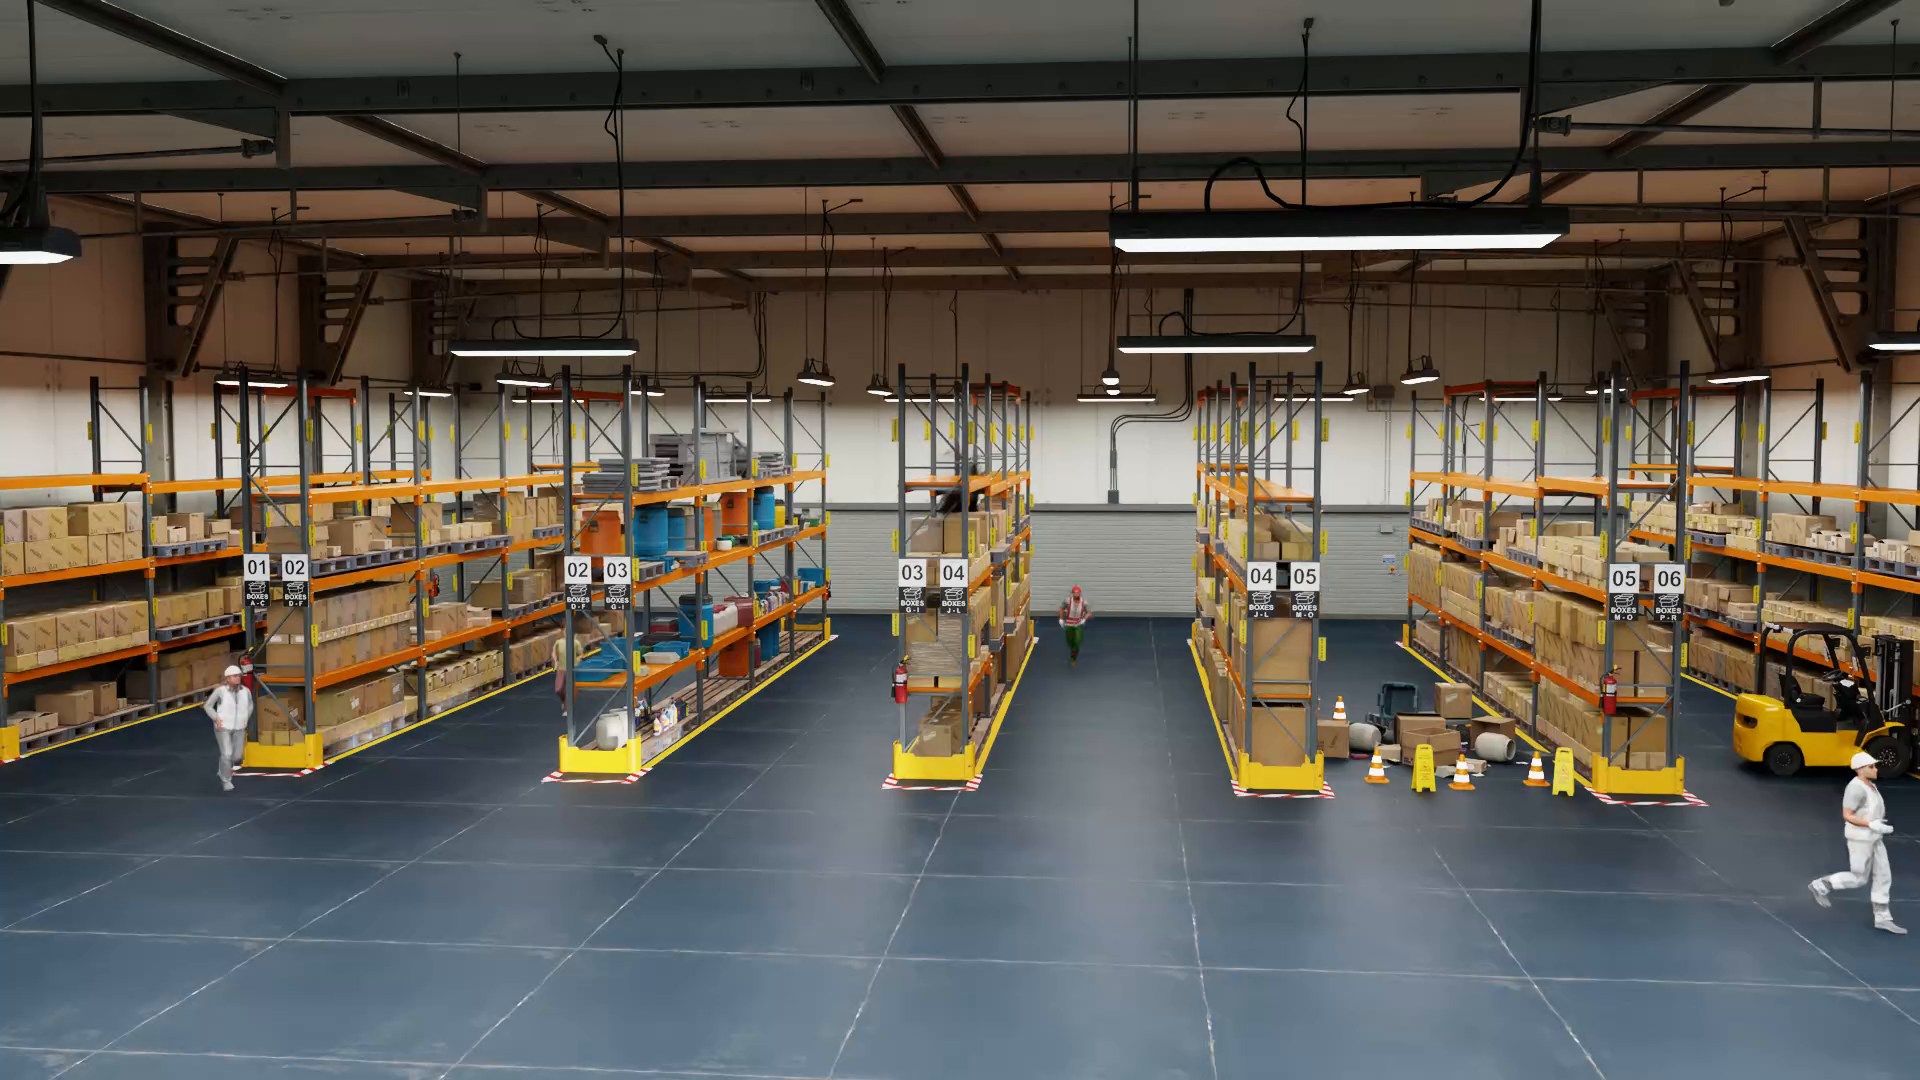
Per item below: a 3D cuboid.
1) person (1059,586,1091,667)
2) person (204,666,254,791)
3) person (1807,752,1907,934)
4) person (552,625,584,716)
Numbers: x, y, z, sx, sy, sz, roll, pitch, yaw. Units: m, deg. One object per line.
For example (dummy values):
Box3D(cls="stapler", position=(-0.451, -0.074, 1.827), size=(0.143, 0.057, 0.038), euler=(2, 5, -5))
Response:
Box3D(cls="person", position=(2.482, 1.844, 35.869), size=(0.693, 1.721, 0.707), euler=(0, 4, 7))
Box3D(cls="person", position=(-10.356, 2.643, 23.577), size=(0.685, 1.737, 0.614), euler=(-4, 5, -44))
Box3D(cls="person", position=(9.120, 3.033, 16.844), size=(0.658, 1.779, 0.928), euler=(-3, 5, -42))
Box3D(cls="person", position=(-6.943, 2.300, 29.411), size=(0.563, 1.624, 0.533), euler=(0, 4, -2))
